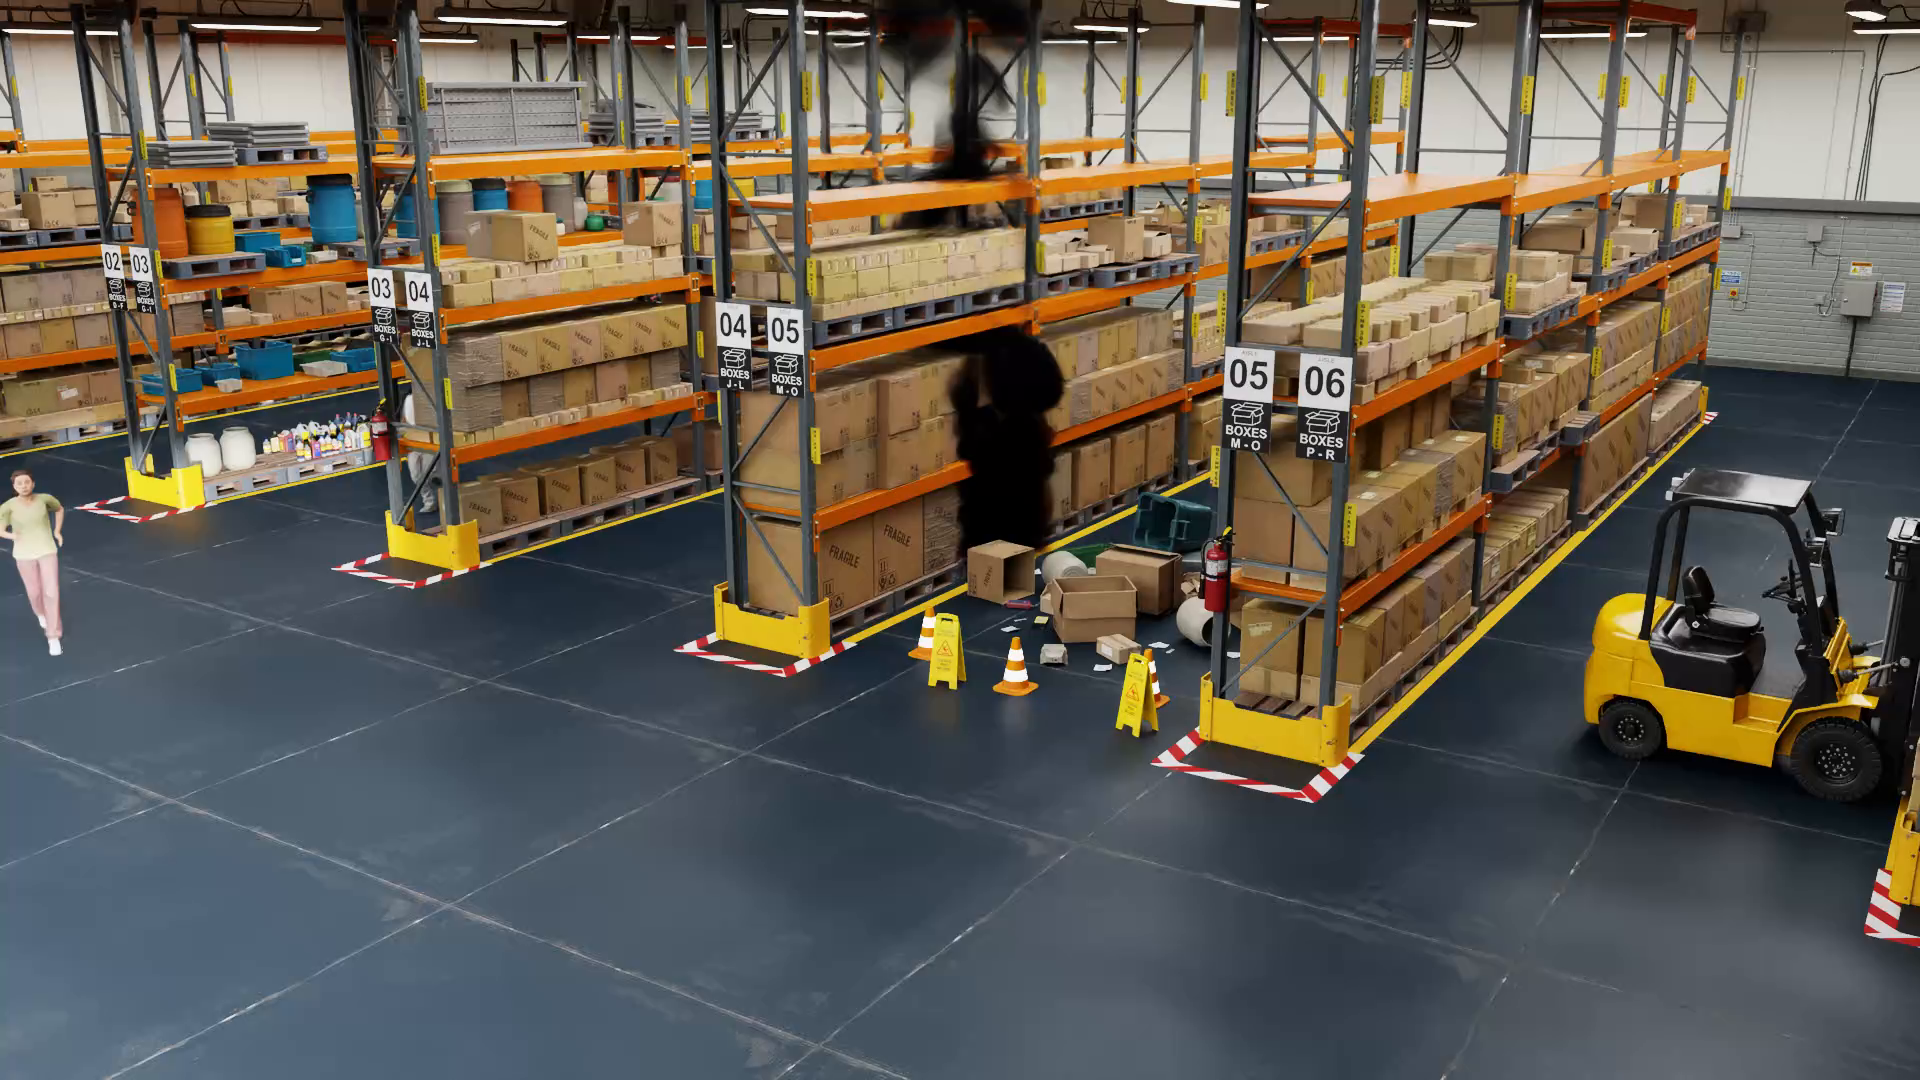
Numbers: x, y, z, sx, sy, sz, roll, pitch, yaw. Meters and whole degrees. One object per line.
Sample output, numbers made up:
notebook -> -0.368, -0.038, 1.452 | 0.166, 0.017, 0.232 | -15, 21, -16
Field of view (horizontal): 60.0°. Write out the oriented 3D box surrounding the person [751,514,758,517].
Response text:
person -> -1.976, -0.450, 17.694 | 0.480, 1.700, 0.818 | 6, 17, 21

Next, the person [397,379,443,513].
person -> -6.517, -1.185, 20.236 | 0.677, 1.734, 0.614 | 4, 16, 14

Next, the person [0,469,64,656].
person -> -8.611, 0.160, 15.489 | 0.576, 1.684, 0.956 | -8, 18, -28
